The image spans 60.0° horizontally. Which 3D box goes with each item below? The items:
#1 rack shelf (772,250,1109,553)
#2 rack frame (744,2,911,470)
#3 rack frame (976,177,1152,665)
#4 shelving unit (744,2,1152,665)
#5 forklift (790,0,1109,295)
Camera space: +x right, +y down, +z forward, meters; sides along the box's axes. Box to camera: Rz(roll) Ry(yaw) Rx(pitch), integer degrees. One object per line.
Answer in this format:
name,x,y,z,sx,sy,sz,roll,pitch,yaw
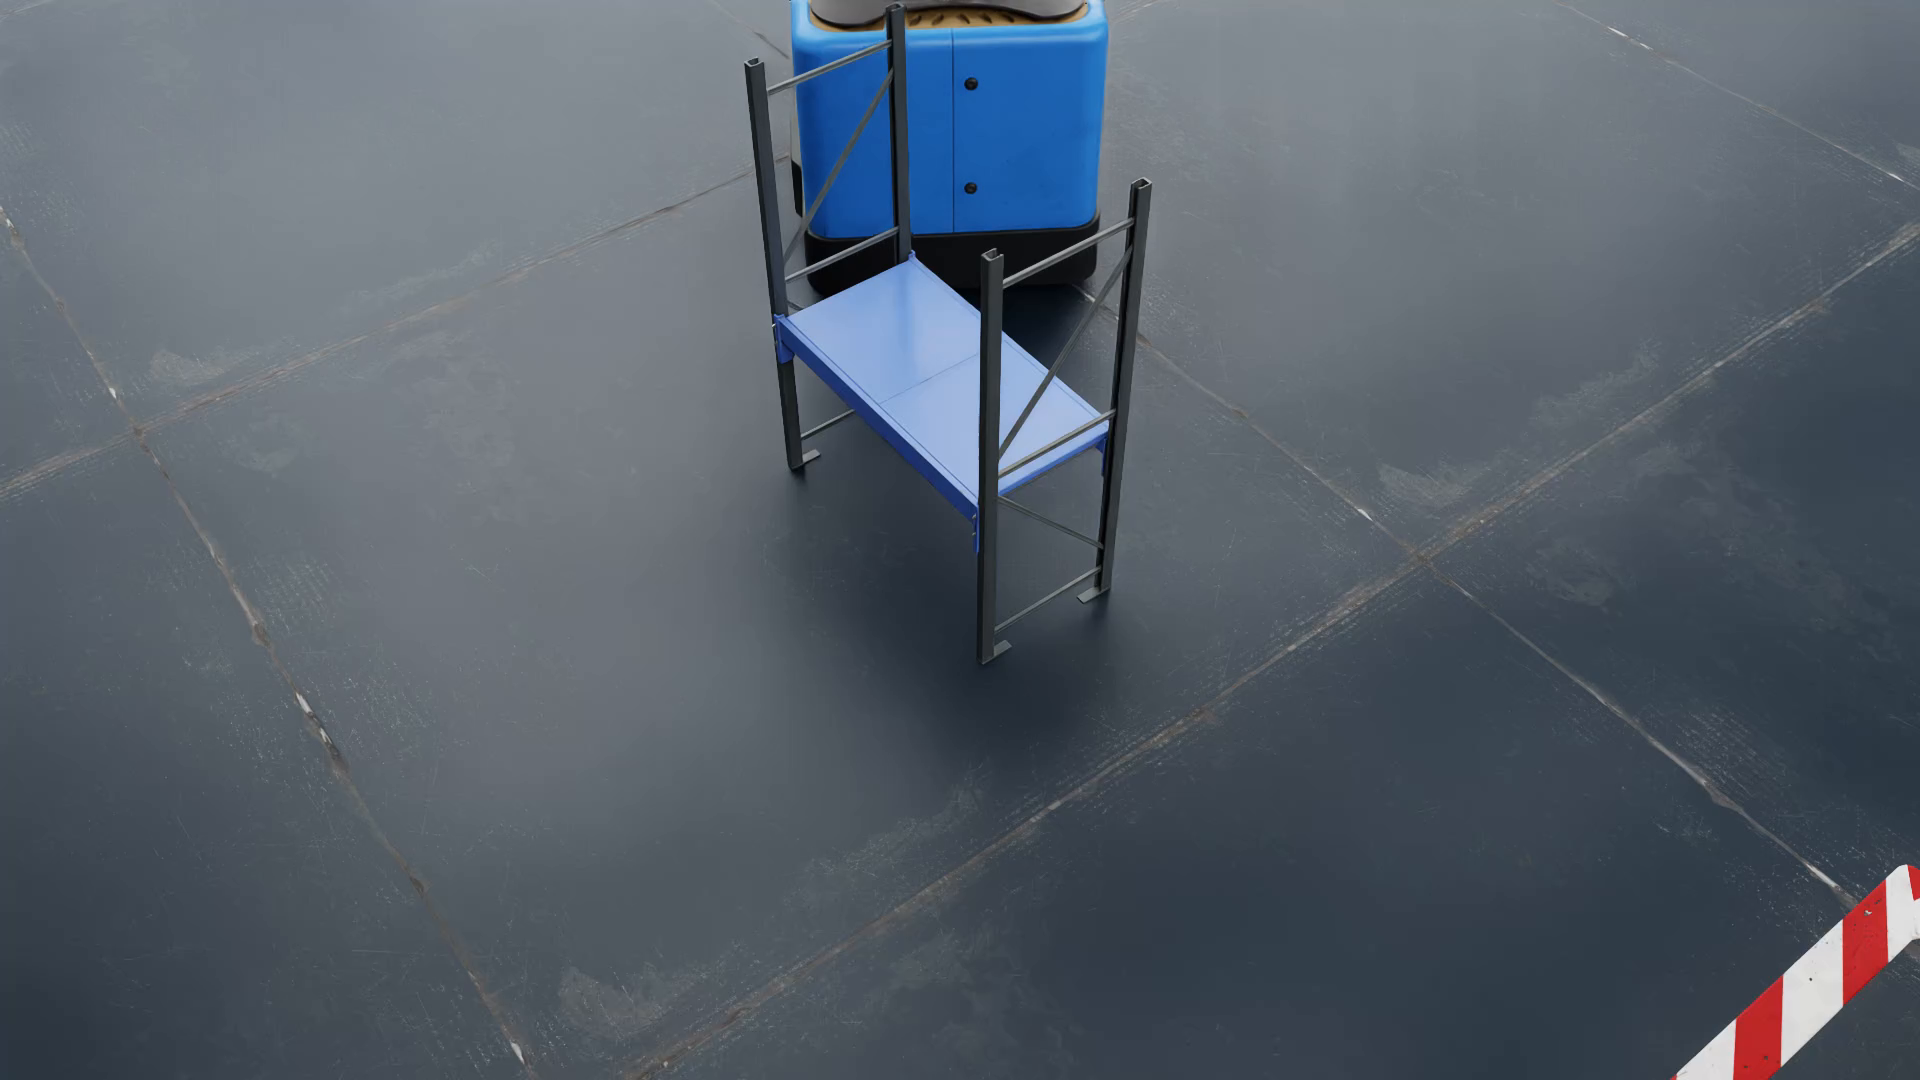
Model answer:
rack shelf,-0.052,-0.433,4.873,0.538,0.185,1.000,-29,54,-24
rack frame,-0.359,-0.854,5.012,0.500,1.500,0.032,-29,54,-24
rack frame,0.256,-0.254,4.468,0.500,1.500,0.032,-29,54,-24
shelving unit,-0.052,-0.554,4.740,0.538,1.500,1.048,-29,54,-24
forklift,-0.133,-2.956,5.951,1.130,2.935,3.031,-3,48,-3
